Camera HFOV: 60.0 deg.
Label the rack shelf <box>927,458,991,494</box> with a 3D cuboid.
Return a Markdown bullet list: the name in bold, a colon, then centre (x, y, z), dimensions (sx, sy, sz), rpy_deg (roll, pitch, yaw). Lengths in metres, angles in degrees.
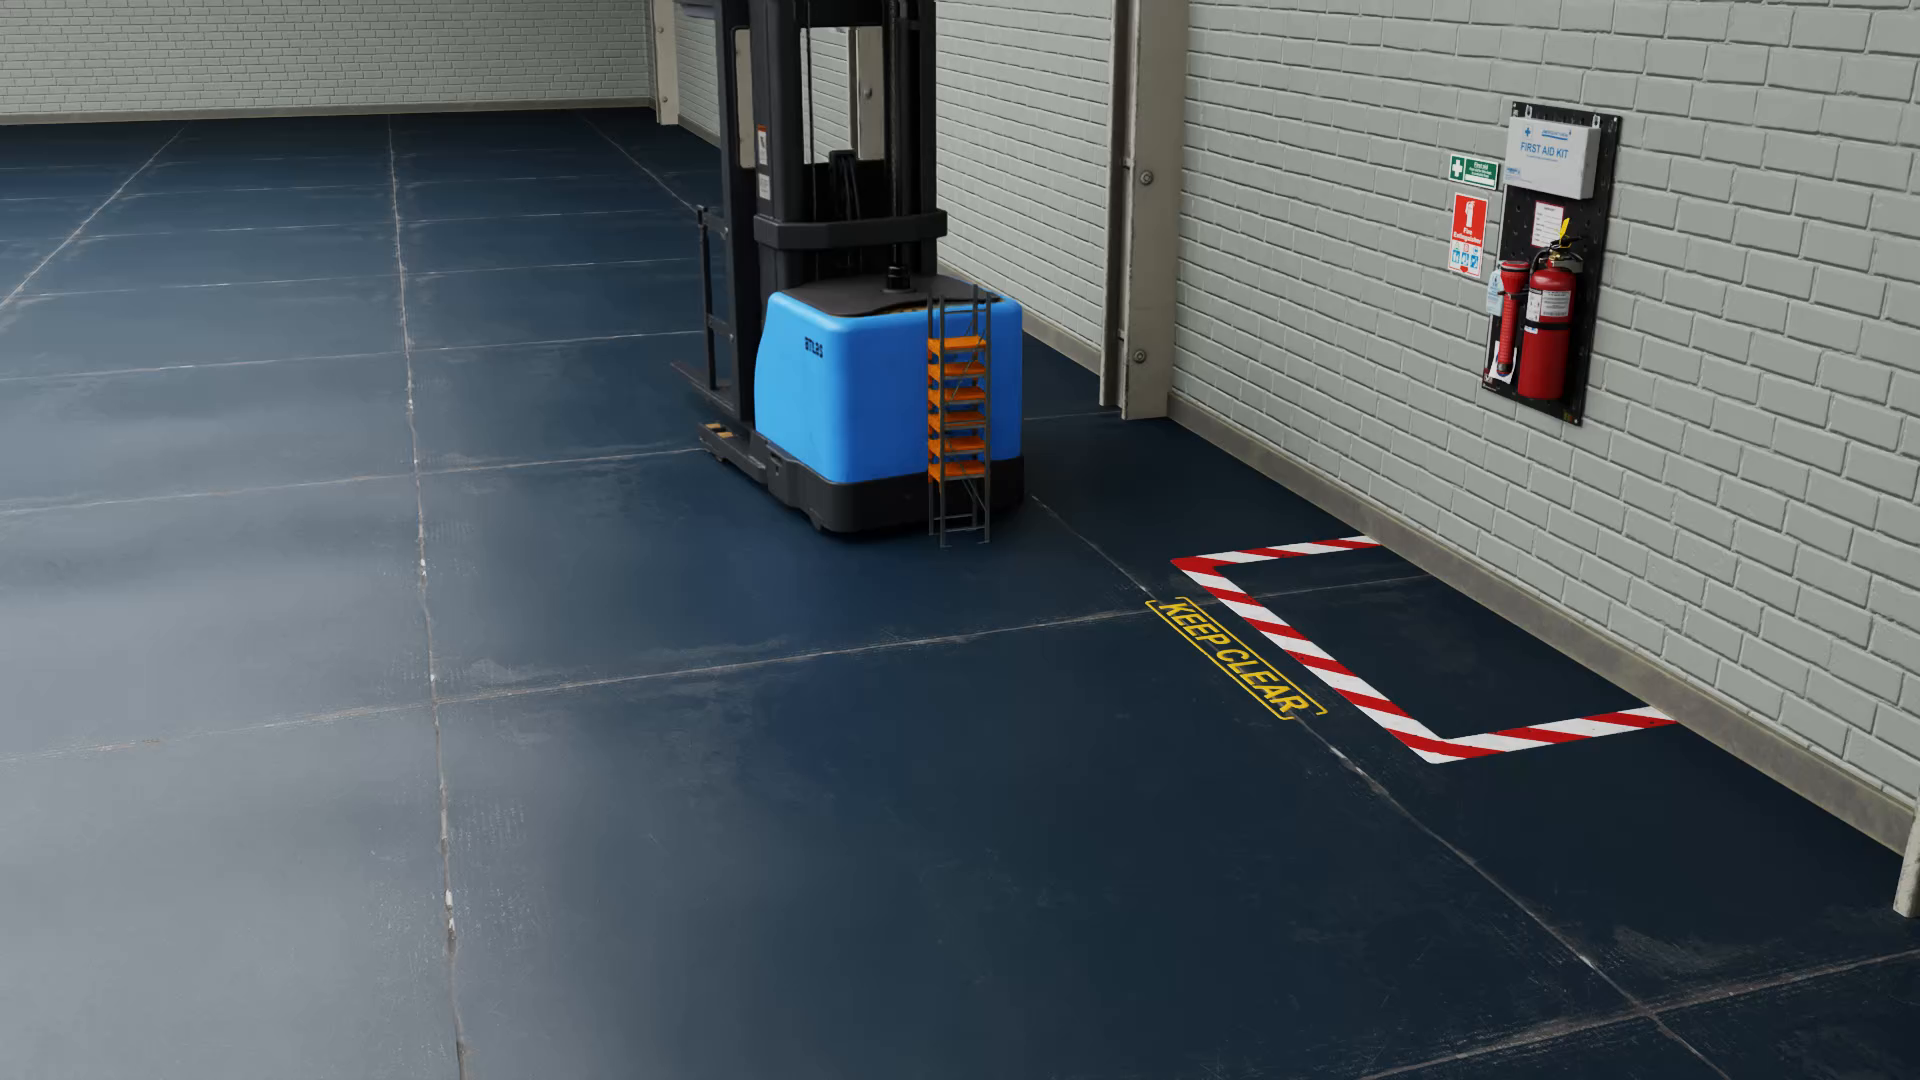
- **rack shelf**: centre (-0.005, -0.302, 7.823), dimensions (0.258, 0.103, 0.180), rpy_deg (-6, 21, -17)

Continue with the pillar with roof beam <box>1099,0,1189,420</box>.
- **pillar with roof beam**: centre (-3.020, -4.572, 7.334), dimensions (9.100, 9.000, 0.400), rpy_deg (-6, 21, -17)

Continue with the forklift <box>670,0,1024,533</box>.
- **forklift**: centre (-0.807, -1.869, 8.784), dimensions (1.130, 2.935, 3.031), rpy_deg (-10, 22, -26)

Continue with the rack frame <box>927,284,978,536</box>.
- **rack frame**: centre (-0.033, -0.599, 7.808), dimensions (0.240, 1.200, 0.006), rpy_deg (-6, 21, -17)

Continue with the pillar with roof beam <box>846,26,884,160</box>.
- **pillar with roof beam**: centre (-4.906, -6.498, 12.695), dimensions (9.100, 9.000, 0.400), rpy_deg (-6, 21, -17)

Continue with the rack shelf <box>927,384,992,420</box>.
- **rack shelf**: centre (-0.005, -0.640, 7.701), dimensions (0.258, 0.103, 0.180), rpy_deg (-6, 21, -17)

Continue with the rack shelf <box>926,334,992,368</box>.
- **rack shelf**: centre (-0.005, -0.866, 7.620), dimensions (0.258, 0.103, 0.180), rpy_deg (-6, 21, -17)

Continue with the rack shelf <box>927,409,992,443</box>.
- **rack shelf**: centre (-0.005, -0.528, 7.742), dimensions (0.258, 0.103, 0.180), rpy_deg (-6, 21, -17)

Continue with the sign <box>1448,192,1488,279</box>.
- **sign**: centre (2.136, -1.283, 6.999), dimensions (0.001, 0.329, 0.234), rpy_deg (-6, 21, -17)

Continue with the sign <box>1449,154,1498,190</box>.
- **sign**: centre (2.129, -1.530, 6.902), dimensions (0.001, 0.109, 0.331), rpy_deg (-6, 21, -17)

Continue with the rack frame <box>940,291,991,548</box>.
- **rack frame**: centre (0.024, -0.540, 7.645), dimensions (0.240, 1.200, 0.006), rpy_deg (-6, 21, -17)

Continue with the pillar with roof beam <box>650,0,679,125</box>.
- **pillar with roof beam**: centre (-8.678, -10.349, 23.416), dimensions (9.100, 9.000, 0.400), rpy_deg (-6, 21, -17)

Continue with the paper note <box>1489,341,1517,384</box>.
- **paper note**: centre (2.222, -0.728, 6.808), dimensions (0.016, 0.148, 0.142), rpy_deg (-6, 21, -17)

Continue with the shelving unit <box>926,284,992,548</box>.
- **shelving unit**: centre (-0.005, -0.569, 7.727), dimensions (0.258, 1.200, 0.189), rpy_deg (-6, 21, -17)

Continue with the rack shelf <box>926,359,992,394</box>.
- **rack shelf**: centre (-0.005, -0.753, 7.660), dimensions (0.258, 0.103, 0.180), rpy_deg (-6, 21, -17)

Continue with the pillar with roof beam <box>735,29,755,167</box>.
- **pillar with roof beam**: centre (-6.792, -8.423, 18.055), dimensions (9.100, 9.000, 0.400), rpy_deg (-6, 21, -17)

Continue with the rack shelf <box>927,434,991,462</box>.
- **rack shelf**: centre (-0.005, -0.415, 7.782), dimensions (0.258, 0.103, 0.180), rpy_deg (-6, 21, -17)

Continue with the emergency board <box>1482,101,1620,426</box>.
- **emergency board**: centre (2.212, -1.078, 6.480), dimensions (0.194, 1.169, 0.643), rpy_deg (-6, 21, -17)
